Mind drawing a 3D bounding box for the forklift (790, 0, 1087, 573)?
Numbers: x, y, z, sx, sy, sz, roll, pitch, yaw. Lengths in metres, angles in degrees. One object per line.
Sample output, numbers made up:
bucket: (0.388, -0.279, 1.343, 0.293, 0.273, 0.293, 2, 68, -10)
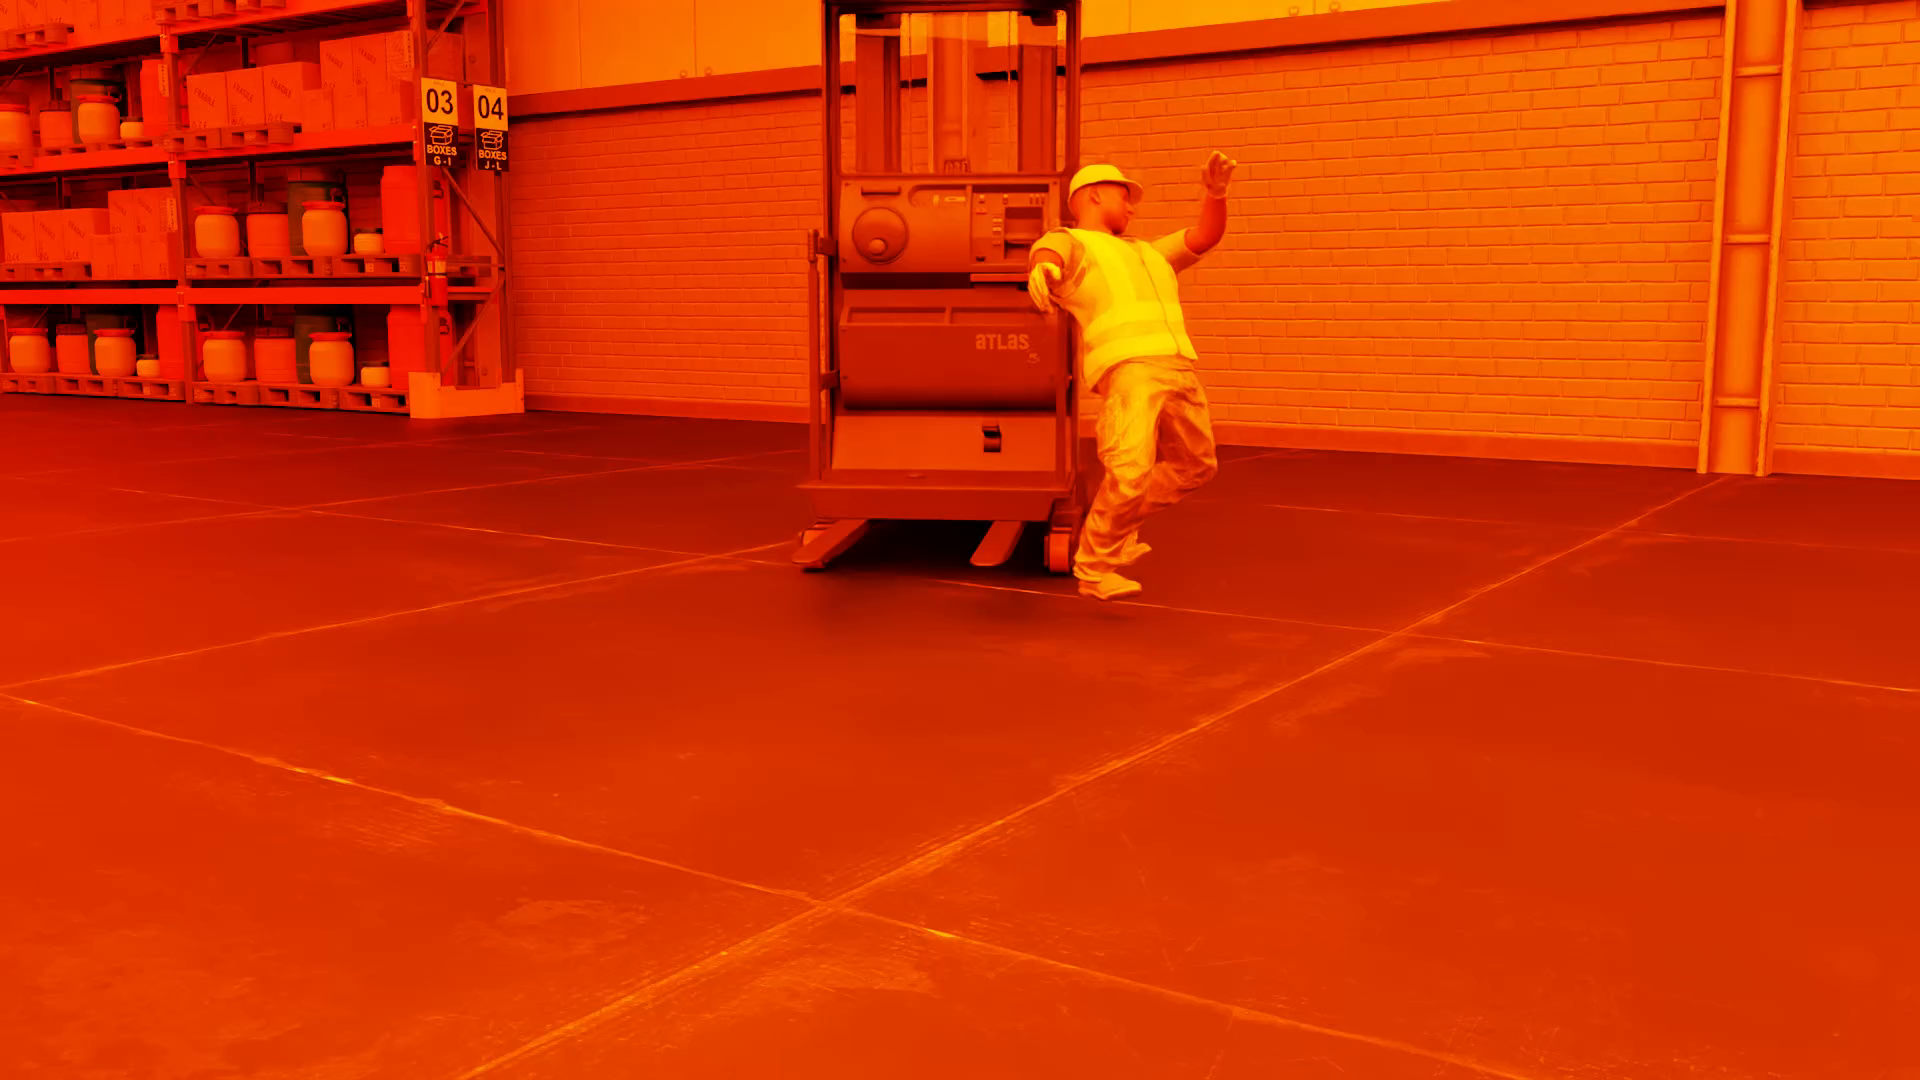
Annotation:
forklift: (-0.064, -1.366, 6.796, 1.130, 2.935, 3.031, 1, 8, 6)

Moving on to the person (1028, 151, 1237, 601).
person: (0.516, -0.549, 5.685, 0.739, 1.509, 1.107, 6, 10, 37)
